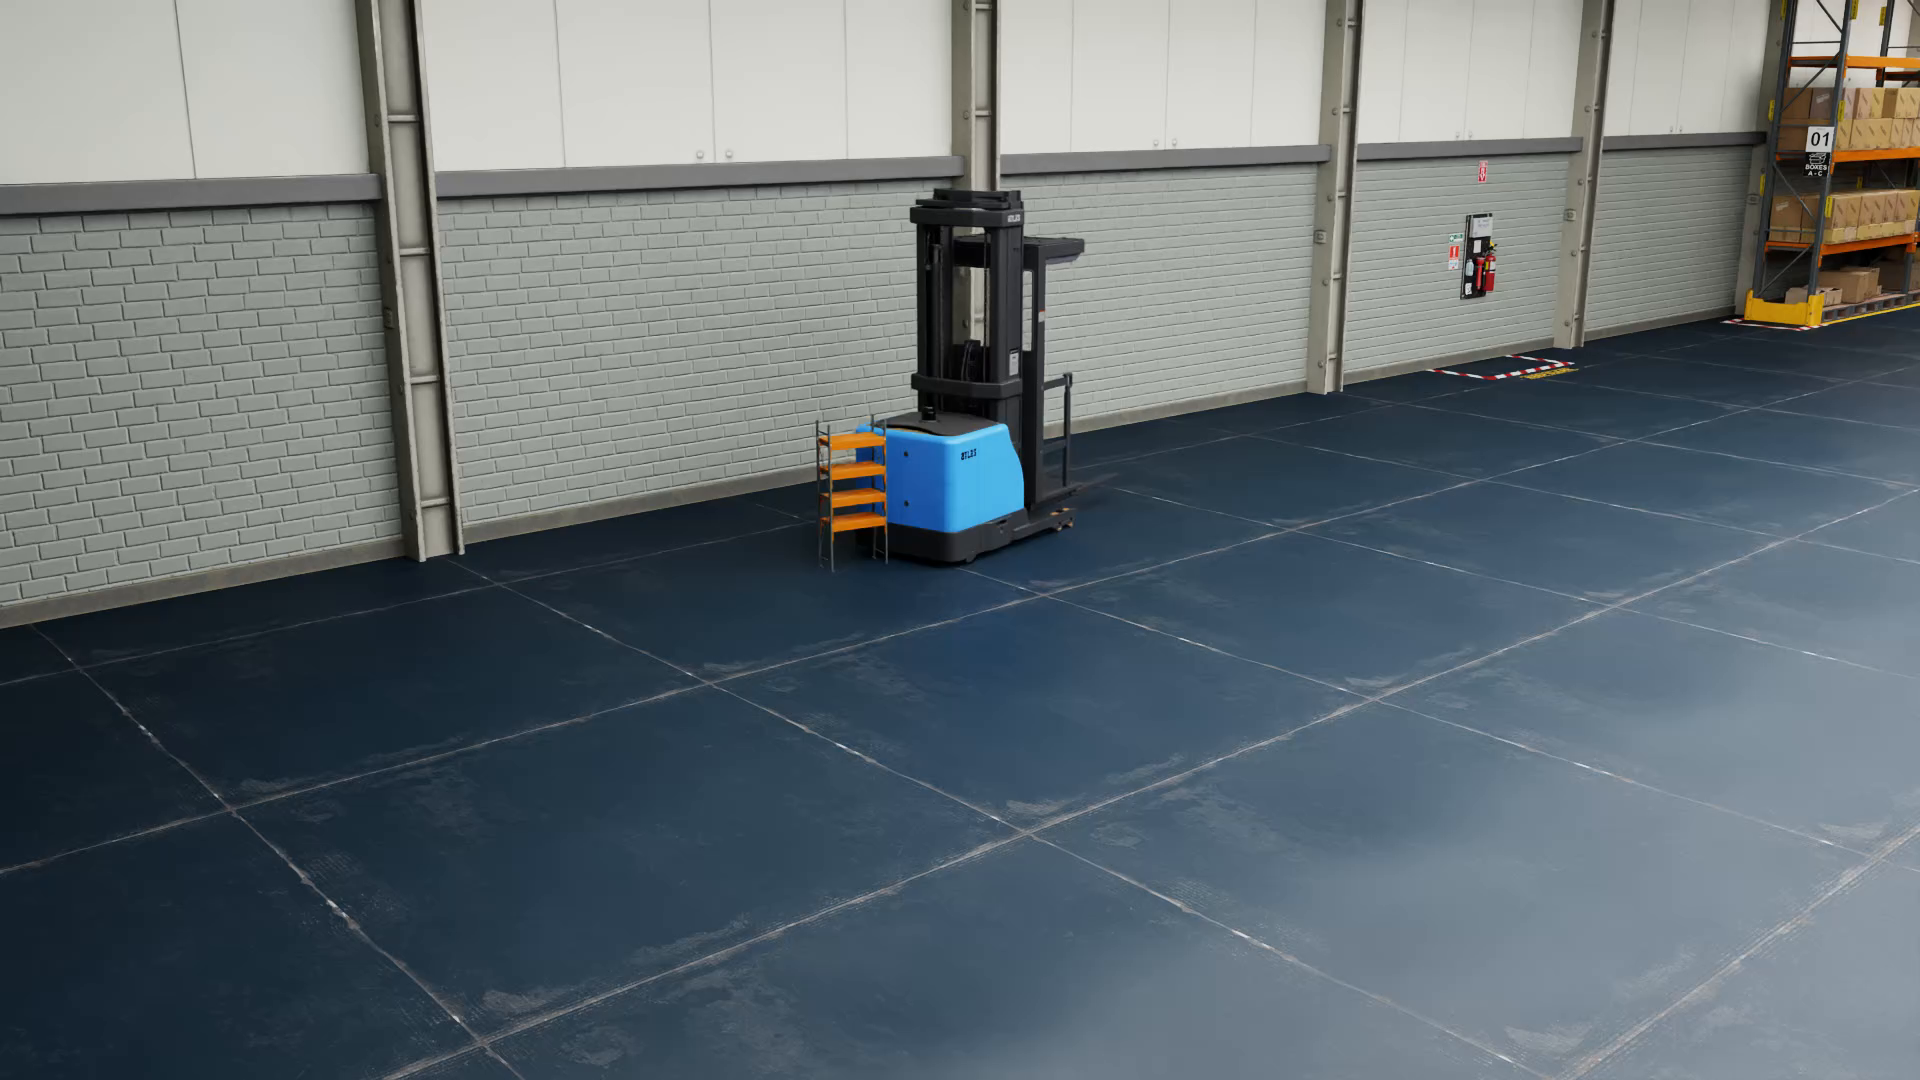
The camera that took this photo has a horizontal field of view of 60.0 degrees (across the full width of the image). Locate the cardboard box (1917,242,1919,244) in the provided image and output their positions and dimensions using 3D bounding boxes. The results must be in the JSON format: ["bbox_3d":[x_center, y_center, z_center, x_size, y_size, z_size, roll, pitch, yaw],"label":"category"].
[{"bbox_3d":[18.450,-5.530,31.677,0.500,0.250,0.500,-13,20,-40],"label":"cardboard box"}]

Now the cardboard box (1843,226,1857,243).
[{"bbox_3d":[14.739,-5.161,28.009,0.500,0.250,0.500,-13,20,-41],"label":"cardboard box"}]

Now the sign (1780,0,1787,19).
[{"bbox_3d":[13.431,-8.649,27.077,0.005,0.325,0.100,-13,19,-39],"label":"sign"}]

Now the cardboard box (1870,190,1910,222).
[{"bbox_3d":[16.271,-5.863,29.186,0.500,0.500,0.500,-13,20,-40],"label":"cardboard box"}]

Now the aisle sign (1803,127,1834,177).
[{"bbox_3d":[13.923,-6.297,26.975,0.004,0.787,0.394,-13,19,-39],"label":"aisle sign"}]

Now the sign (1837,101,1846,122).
[{"bbox_3d":[14.136,-6.878,26.680,0.005,0.325,0.100,-13,19,-39],"label":"sign"}]

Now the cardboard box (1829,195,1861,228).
[{"bbox_3d":[14.717,-5.515,27.885,0.500,0.500,0.500,-13,19,-39],"label":"cardboard box"}]

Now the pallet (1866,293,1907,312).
[{"bbox_3d":[16.314,-4.322,30.020,1.213,0.211,1.003,-13,19,-39],"label":"pallet"}]

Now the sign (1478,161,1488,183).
[{"bbox_3d":[7.253,-5.109,23.073,0.199,0.298,0.001,-13,19,-39],"label":"sign"}]

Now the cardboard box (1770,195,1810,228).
[{"bbox_3d":[13.996,-5.533,27.949,0.500,0.500,0.500,-13,20,-40],"label":"cardboard box"}]

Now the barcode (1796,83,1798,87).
[{"bbox_3d":[13.988,-7.600,27.783,0.075,0.075,0.001,-13,19,-39],"label":"barcode"}]

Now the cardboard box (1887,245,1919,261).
[{"bbox_3d":[17.672,-5.360,31.041,0.500,0.250,0.500,-13,20,-41],"label":"cardboard box"}]

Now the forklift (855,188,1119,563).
[{"bbox_3d":[0.376,-1.558,14.404,1.130,2.935,3.031,10,18,33],"label":"forklift"}]

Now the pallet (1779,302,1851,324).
[{"bbox_3d":[14.474,-3.908,28.472,1.213,0.211,1.003,-13,19,-39],"label":"pallet"}]

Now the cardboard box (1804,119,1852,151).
[{"bbox_3d":[14.197,-6.627,27.202,0.500,0.500,0.500,-12,19,-38],"label":"cardboard box"}]

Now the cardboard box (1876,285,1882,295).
[{"bbox_3d":[16.414,-4.537,30.059,0.380,0.166,0.250,13,20,40],"label":"cardboard box"}]

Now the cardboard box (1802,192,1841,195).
[{"bbox_3d":[14.770,-5.704,28.592,0.500,0.500,0.500,-13,20,-41],"label":"cardboard box"}]

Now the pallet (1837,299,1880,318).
[{"bbox_3d":[15.393,-4.114,29.242,1.213,0.211,1.003,-13,19,-39],"label":"pallet"}]

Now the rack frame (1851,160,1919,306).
[{"bbox_3d":[16.798,-5.789,30.112,0.127,3.000,1.000,-13,19,-39],"label":"rack frame"}]

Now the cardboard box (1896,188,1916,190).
[{"bbox_3d":[17.630,-6.223,30.689,0.500,0.500,0.700,-10,18,-34],"label":"cardboard box"}]

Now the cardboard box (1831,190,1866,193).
[{"bbox_3d":[15.534,-5.880,29.248,0.500,0.500,0.500,-12,19,-38],"label":"cardboard box"}]

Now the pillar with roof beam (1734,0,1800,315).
[{"bbox_3d":[16.566,-7.459,24.737,0.400,9.000,9.100,-13,19,-39],"label":"pillar with roof beam"}]

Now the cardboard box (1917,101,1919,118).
[{"bbox_3d":[16.598,-7.642,29.065,0.500,0.500,0.500,14,20,42],"label":"cardboard box"}]

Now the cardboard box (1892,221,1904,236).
[{"bbox_3d":[16.258,-5.505,29.297,0.500,0.250,0.500,-13,19,-39],"label":"cardboard box"}]

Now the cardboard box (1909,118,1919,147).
[{"bbox_3d":[16.577,-7.162,29.207,0.500,0.500,0.500,-12,19,-38],"label":"cardboard box"}]

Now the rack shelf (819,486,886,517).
[{"bbox_3d":[-0.863,-0.309,13.344,0.480,0.148,0.258,-8,17,-28],"label":"rack shelf"}]

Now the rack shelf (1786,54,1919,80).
[{"bbox_3d":[15.289,-8.000,28.162,4.000,0.370,1.077,-13,19,-39],"label":"rack shelf"}]

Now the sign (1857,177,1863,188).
[{"bbox_3d":[16.431,-6.456,30.364,0.005,0.325,0.100,-13,19,-39],"label":"sign"}]

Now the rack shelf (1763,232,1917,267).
[{"bbox_3d":[15.289,-5.103,28.936,4.000,0.370,1.077,-13,19,-39],"label":"rack shelf"}]

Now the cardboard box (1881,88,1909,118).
[{"bbox_3d":[15.804,-7.457,28.371,0.500,0.500,0.500,-14,20,-41],"label":"cardboard box"}]

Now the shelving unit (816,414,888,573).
[{"bbox_3d":[-0.863,-0.374,13.327,0.503,1.200,0.258,-8,17,-28],"label":"shelving unit"}]

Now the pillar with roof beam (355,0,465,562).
[{"bbox_3d":[-1.539,-3.393,9.517,0.400,9.000,9.100,-13,19,-39],"label":"pillar with roof beam"}]

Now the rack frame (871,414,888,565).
[{"bbox_3d":[-0.651,-0.405,13.442,0.015,1.200,0.240,-8,17,-28],"label":"rack frame"}]

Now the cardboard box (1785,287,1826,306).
[{"bbox_3d":[14.361,-4.125,28.238,0.500,0.311,0.500,13,20,41],"label":"cardboard box"}]

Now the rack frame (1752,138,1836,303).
[{"bbox_3d":[13.780,-5.112,27.575,0.127,3.000,1.000,-13,19,-39],"label":"rack frame"}]

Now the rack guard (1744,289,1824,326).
[{"bbox_3d":[13.837,-3.917,27.946,0.348,0.500,1.175,-13,19,-39],"label":"rack guard"}]

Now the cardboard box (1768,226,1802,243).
[{"bbox_3d":[14.005,-5.166,28.029,0.500,0.250,0.500,-12,19,-39],"label":"cardboard box"}]

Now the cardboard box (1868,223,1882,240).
[{"bbox_3d":[15.510,-5.331,28.647,0.500,0.250,0.500,-12,19,-39],"label":"cardboard box"}]

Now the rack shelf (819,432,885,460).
[{"bbox_3d":[-0.863,-0.754,13.225,0.480,0.148,0.258,-8,17,-28],"label":"rack shelf"}]

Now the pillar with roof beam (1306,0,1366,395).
[{"bbox_3d":[7.514,-5.426,17.127,0.400,9.000,9.100,-13,19,-39],"label":"pillar with roof beam"}]

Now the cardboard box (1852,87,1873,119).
[{"bbox_3d":[14.642,-7.195,27.392,0.500,0.500,0.500,-13,20,-40],"label":"cardboard box"}]

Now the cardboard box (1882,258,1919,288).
[{"bbox_3d":[17.699,-5.020,31.221,0.500,0.500,0.700,-13,20,-40],"label":"cardboard box"}]

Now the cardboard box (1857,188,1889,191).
[{"bbox_3d":[16.306,-6.050,29.886,0.500,0.500,0.500,-13,20,-41],"label":"cardboard box"}]

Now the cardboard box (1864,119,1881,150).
[{"bbox_3d":[15.014,-6.800,27.849,0.500,0.500,0.500,-12,19,-37],"label":"cardboard box"}]

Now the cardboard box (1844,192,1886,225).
[{"bbox_3d":[15.492,-5.692,28.544,0.500,0.500,0.500,-12,19,-38],"label":"cardboard box"}]

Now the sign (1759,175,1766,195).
[{"bbox_3d":[13.431,-5.935,27.802,0.005,0.325,0.100,-13,19,-39],"label":"sign"}]

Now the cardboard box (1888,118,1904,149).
[{"bbox_3d":[15.796,-6.978,28.518,0.500,0.500,0.500,-14,20,-41],"label":"cardboard box"}]

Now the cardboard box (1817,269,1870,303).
[{"bbox_3d":[15.377,-4.427,29.004,0.500,0.500,0.700,-14,21,-43],"label":"cardboard box"}]
